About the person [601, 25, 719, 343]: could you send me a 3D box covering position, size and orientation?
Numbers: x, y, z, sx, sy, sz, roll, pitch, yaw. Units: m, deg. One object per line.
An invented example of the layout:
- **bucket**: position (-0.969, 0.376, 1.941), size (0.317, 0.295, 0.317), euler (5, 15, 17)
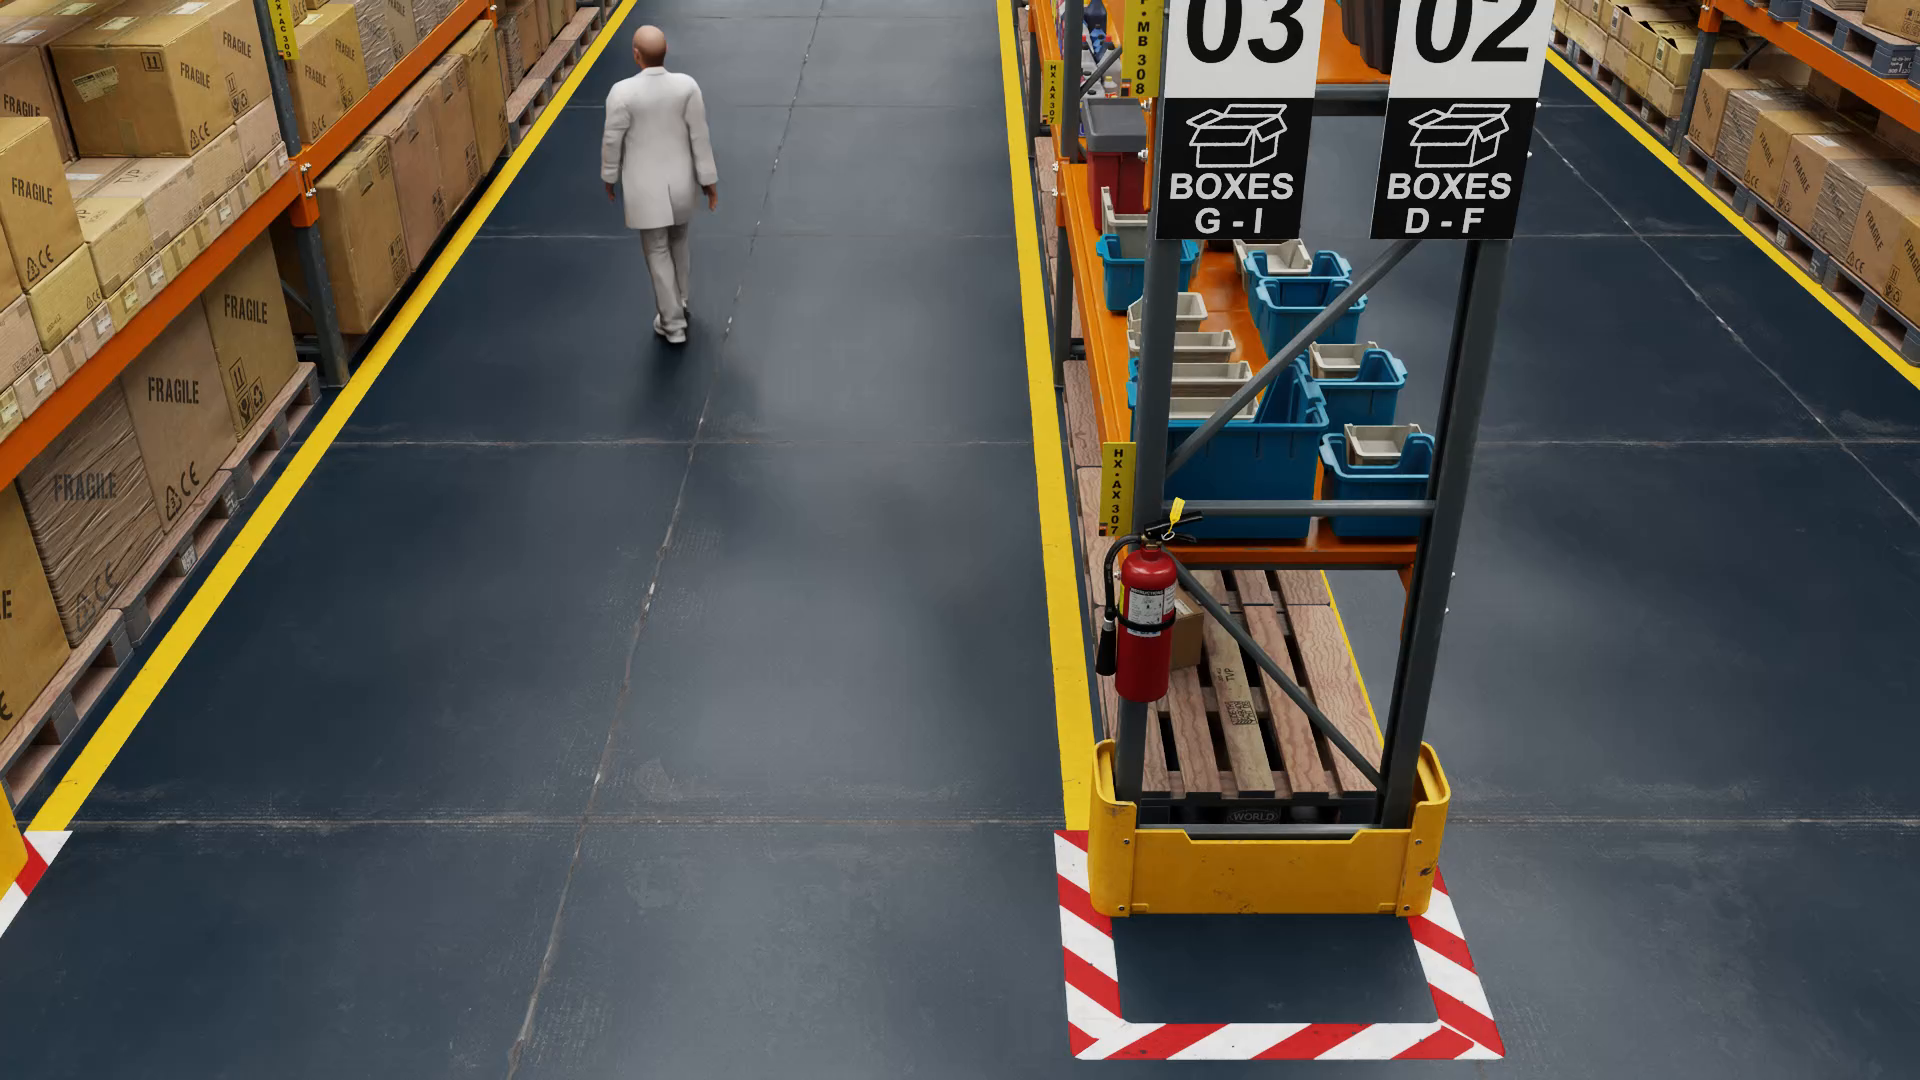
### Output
- **person**: position (-1.727, -2.023, 9.532), size (0.609, 1.844, 0.719), euler (-16, 35, -24)
